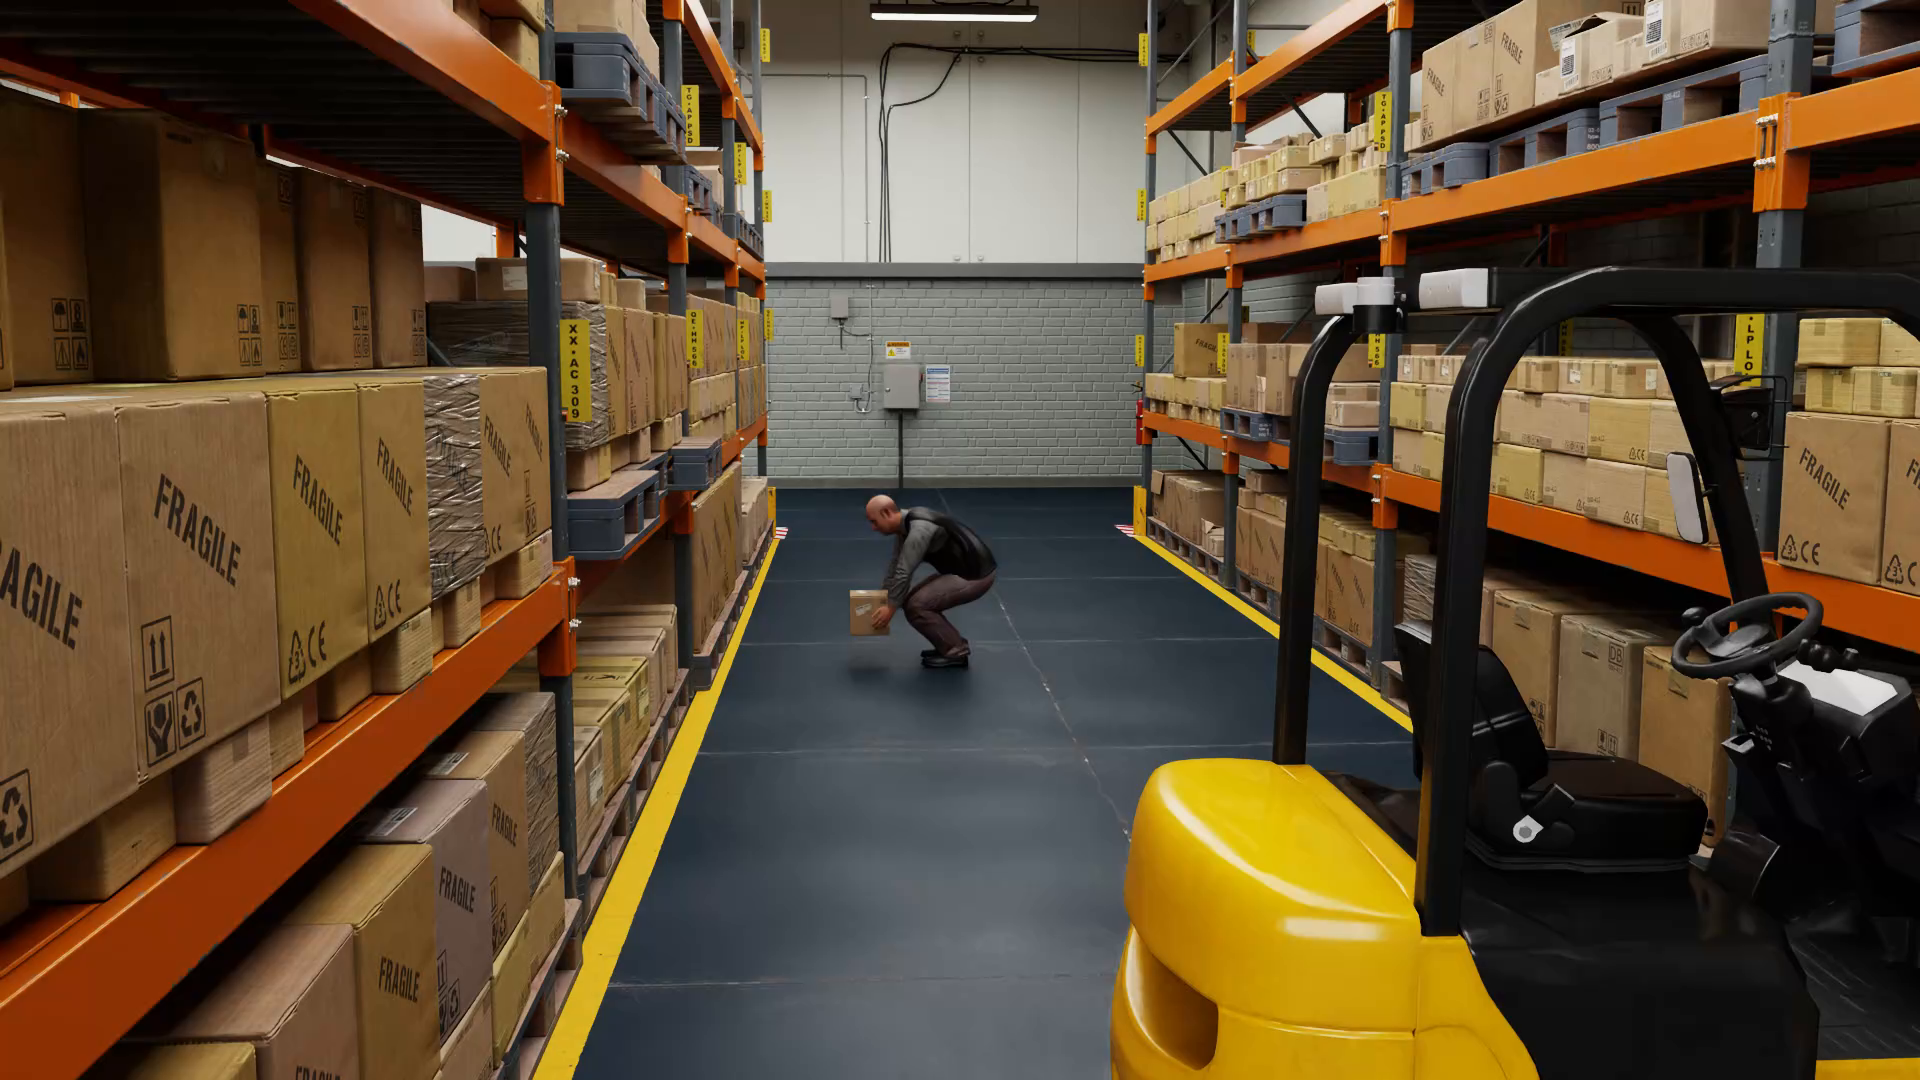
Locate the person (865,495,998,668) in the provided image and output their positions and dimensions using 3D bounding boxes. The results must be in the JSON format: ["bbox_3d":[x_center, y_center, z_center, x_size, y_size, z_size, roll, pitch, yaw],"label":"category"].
[{"bbox_3d":[-0.181,0.254,10.474,0.830,1.073,0.556,0,7,-4],"label":"person"}]
